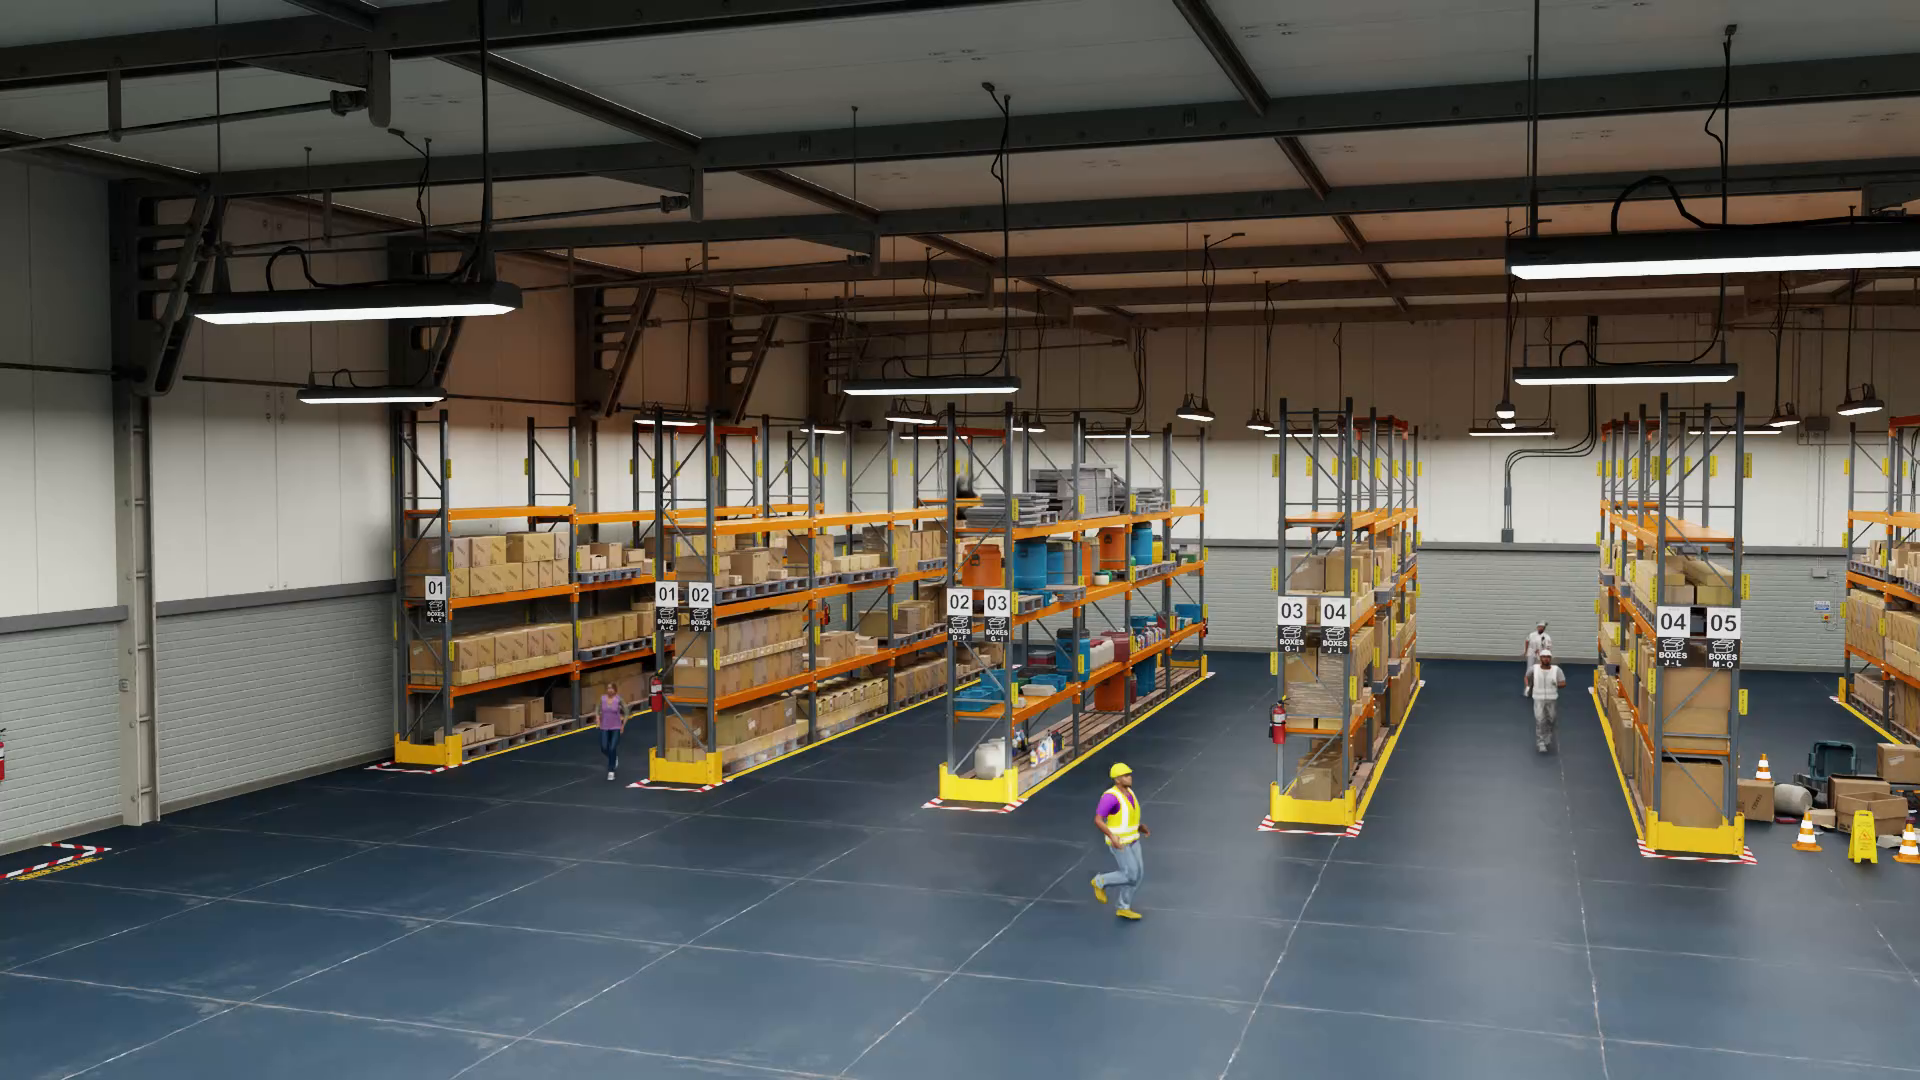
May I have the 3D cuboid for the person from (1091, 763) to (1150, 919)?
[{"bbox_3d":[1.782,3.347,18.576,0.589,1.721,0.702,2,3,36],"label":"person"}]

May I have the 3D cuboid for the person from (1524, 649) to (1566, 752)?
[{"bbox_3d":[10.373,2.820,29.476,0.687,1.763,1.003,1,3,14],"label":"person"}]

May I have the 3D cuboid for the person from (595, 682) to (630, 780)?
[{"bbox_3d":[-5.656,3.076,27.005,0.573,1.573,0.509,0,2,4],"label":"person"}]

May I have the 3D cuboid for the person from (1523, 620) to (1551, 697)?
[{"bbox_3d":[12.673,2.596,36.523,0.572,1.675,0.658,1,3,22],"label":"person"}]
